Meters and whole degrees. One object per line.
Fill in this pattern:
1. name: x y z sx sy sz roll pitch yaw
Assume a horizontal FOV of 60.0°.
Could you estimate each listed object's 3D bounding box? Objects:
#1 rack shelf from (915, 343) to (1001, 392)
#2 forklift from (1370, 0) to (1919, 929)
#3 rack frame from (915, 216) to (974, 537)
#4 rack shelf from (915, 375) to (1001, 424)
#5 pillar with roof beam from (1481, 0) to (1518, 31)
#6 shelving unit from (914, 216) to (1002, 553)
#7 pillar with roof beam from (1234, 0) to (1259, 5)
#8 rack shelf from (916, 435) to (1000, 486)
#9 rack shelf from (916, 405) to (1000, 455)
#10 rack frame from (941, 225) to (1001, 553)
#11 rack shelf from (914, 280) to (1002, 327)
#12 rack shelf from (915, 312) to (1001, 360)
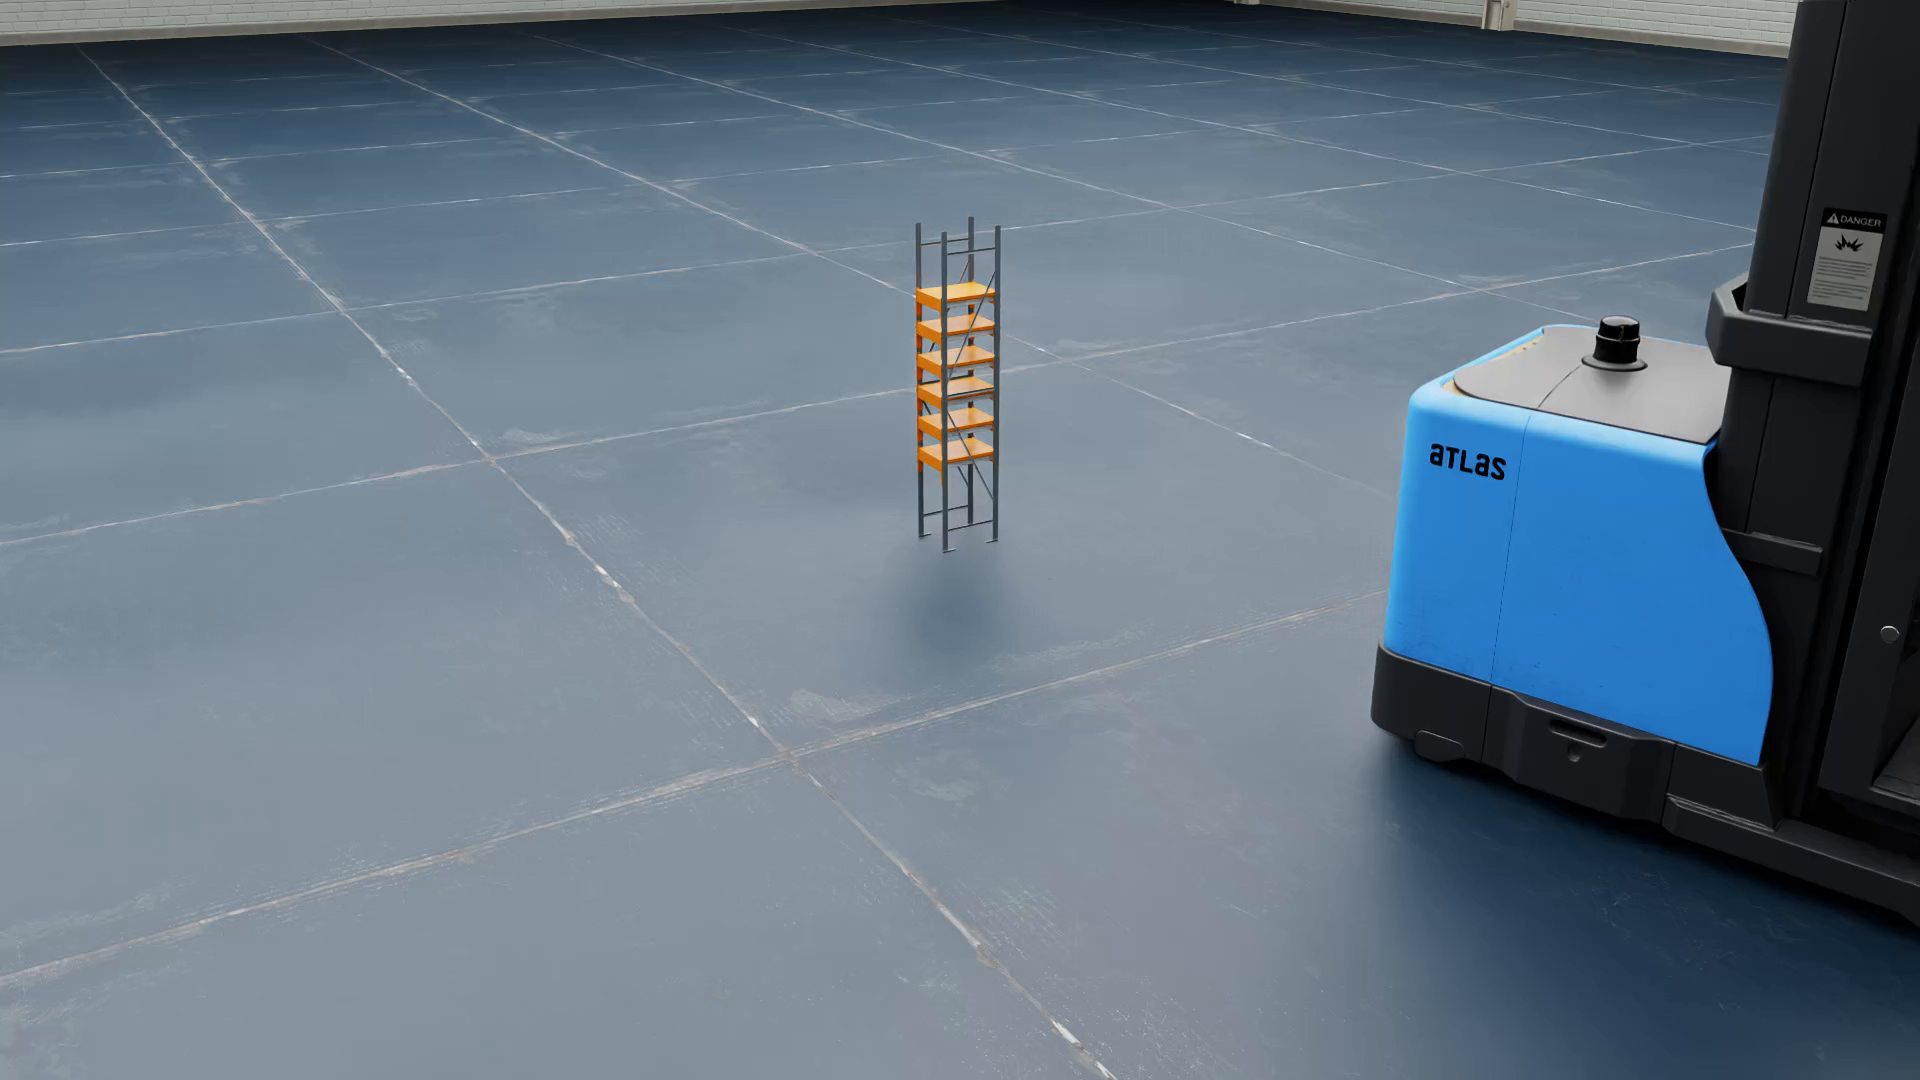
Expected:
1. rack shelf: -0.007 -0.631 6.069 0.258 0.103 0.180 -13 25 -28
2. forklift: 2.646 -0.546 3.761 3.031 2.935 1.130 18 28 37
3. rack frame: -0.054 -0.590 6.170 0.240 1.200 0.006 -13 25 -28
4. rack shelf: -0.007 -0.519 6.114 0.258 0.103 0.180 -13 25 -28
5. pillar with roof beam: 4.642 -11.262 22.069 9.100 9.000 0.400 -13 25 -28
6. shelving unit: -0.007 -0.561 6.097 0.258 1.200 0.189 -13 25 -28
7. pillar with roof beam: 1.577 -13.205 26.848 9.100 9.000 0.400 -13 25 -28
8. rack shelf: -0.007 -0.297 6.204 0.258 0.103 0.180 -13 25 -28
9. rack shelf: -0.007 -0.408 6.159 0.258 0.103 0.180 -13 25 -28
10. rack frame: 0.039 -0.531 6.024 0.240 1.200 0.006 -13 25 -28
11. rack shelf: -0.007 -0.853 5.978 0.258 0.103 0.180 -13 25 -28
12. rack shelf: -0.007 -0.742 6.023 0.258 0.103 0.180 -13 25 -28
